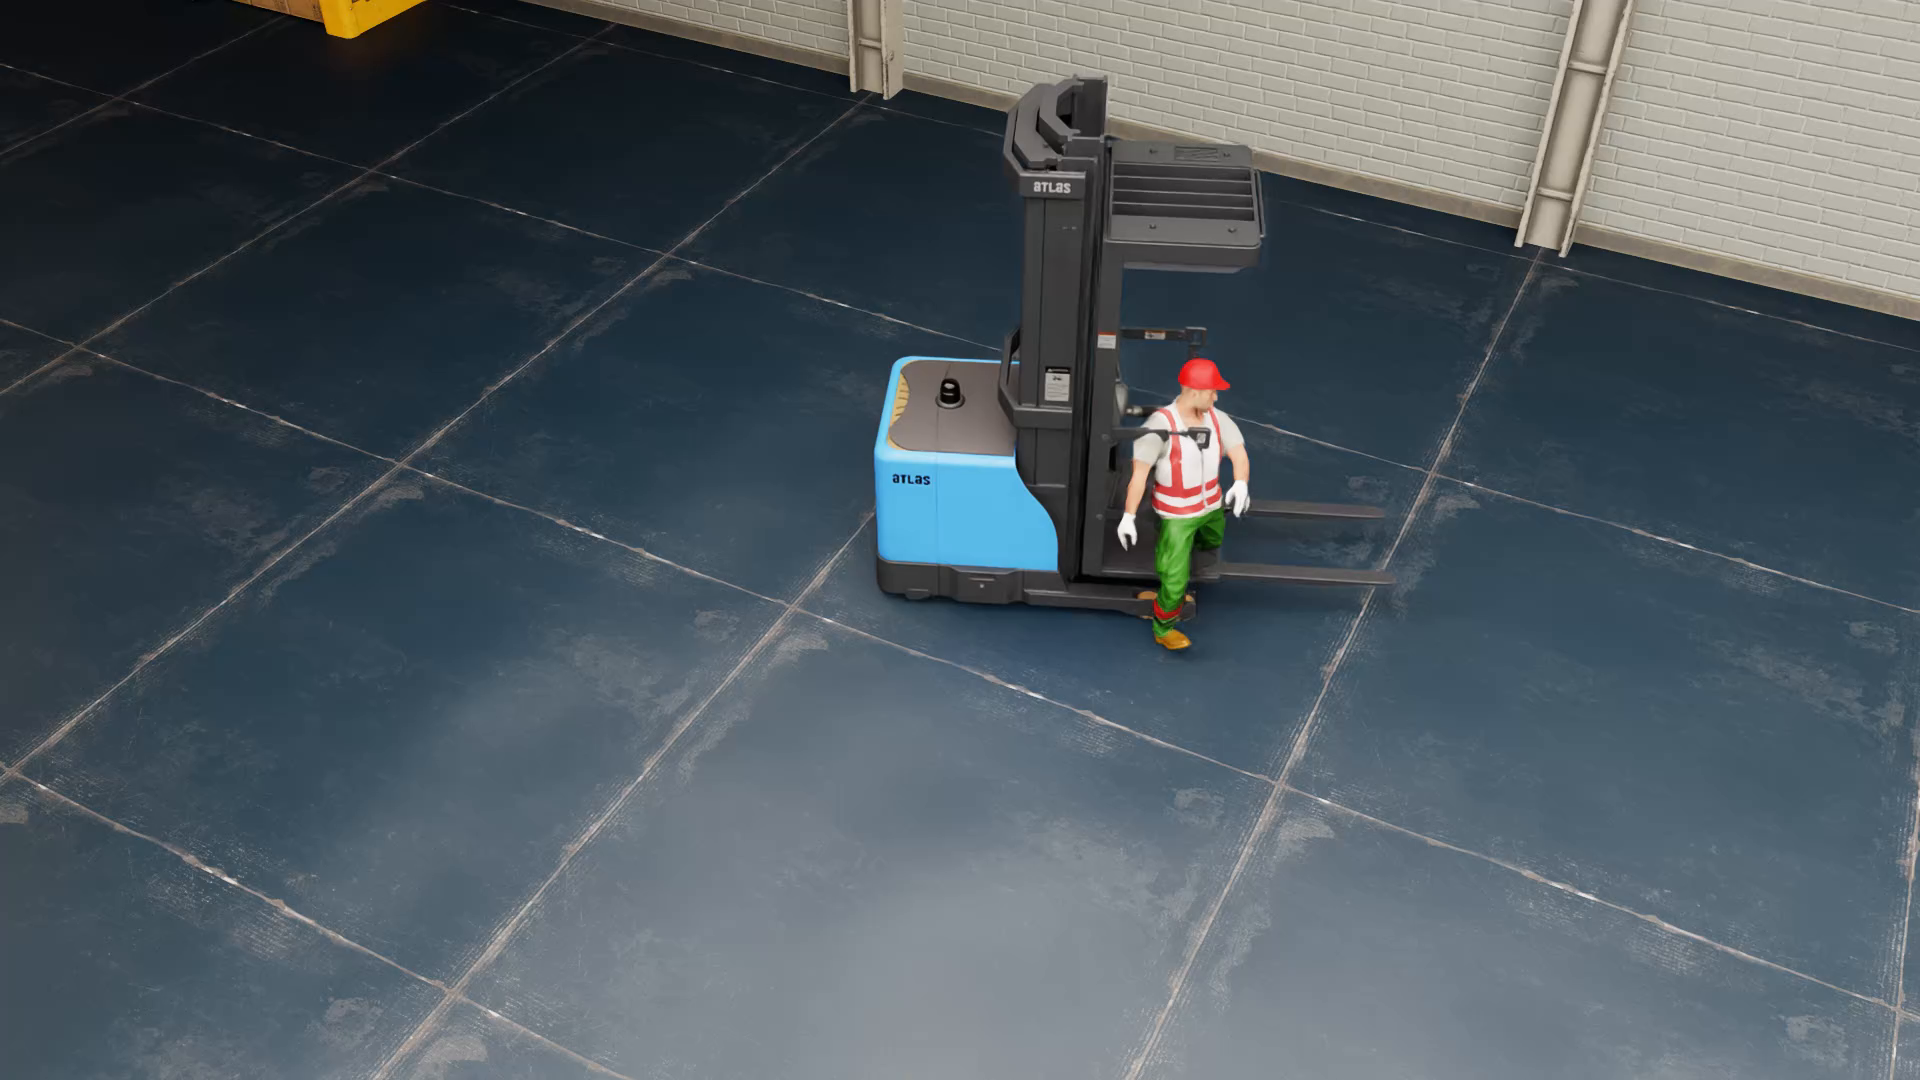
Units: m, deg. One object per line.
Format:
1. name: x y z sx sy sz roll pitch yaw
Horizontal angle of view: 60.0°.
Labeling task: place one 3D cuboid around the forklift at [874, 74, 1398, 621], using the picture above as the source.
1. forklift: 1.055 -1.008 9.183 3.031 2.935 1.130 3 40 4

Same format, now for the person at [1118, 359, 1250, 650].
1. person: 1.214 -0.151 9.169 0.797 1.672 0.882 -27 47 -29
